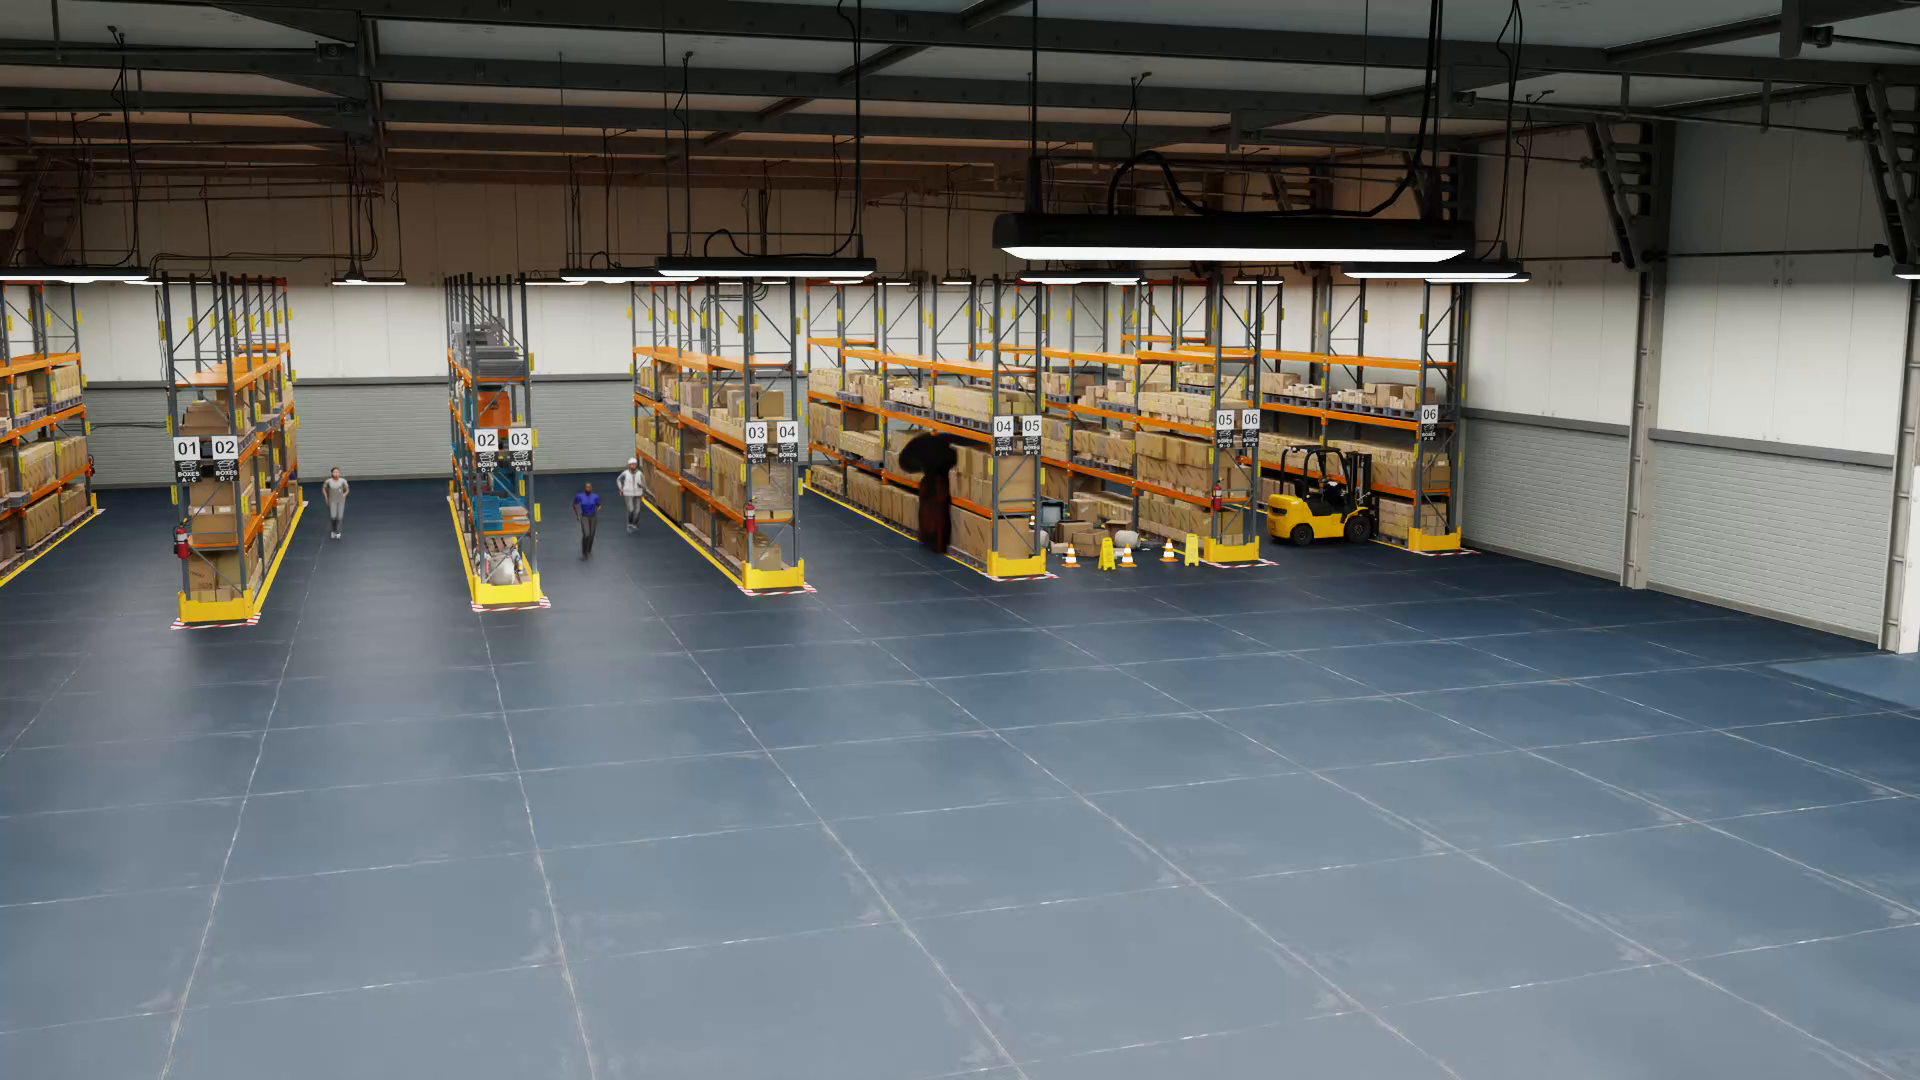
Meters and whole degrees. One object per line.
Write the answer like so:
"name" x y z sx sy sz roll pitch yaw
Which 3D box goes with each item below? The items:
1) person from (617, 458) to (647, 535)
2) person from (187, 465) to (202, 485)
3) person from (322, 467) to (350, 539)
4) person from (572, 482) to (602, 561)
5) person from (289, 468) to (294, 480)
"person" -7.676 -1.027 39.031 0.643 1.801 0.726 -4 9 -24
"person" -19.193 -1.394 41.858 0.718 1.649 0.772 -4 10 -27
"person" -14.327 -0.839 38.236 0.578 1.619 0.630 -4 10 -25
"person" -7.883 -0.397 35.308 0.587 1.690 0.718 -4 10 -25
"person" -18.606 -1.974 45.765 0.901 1.679 0.608 6 10 34
